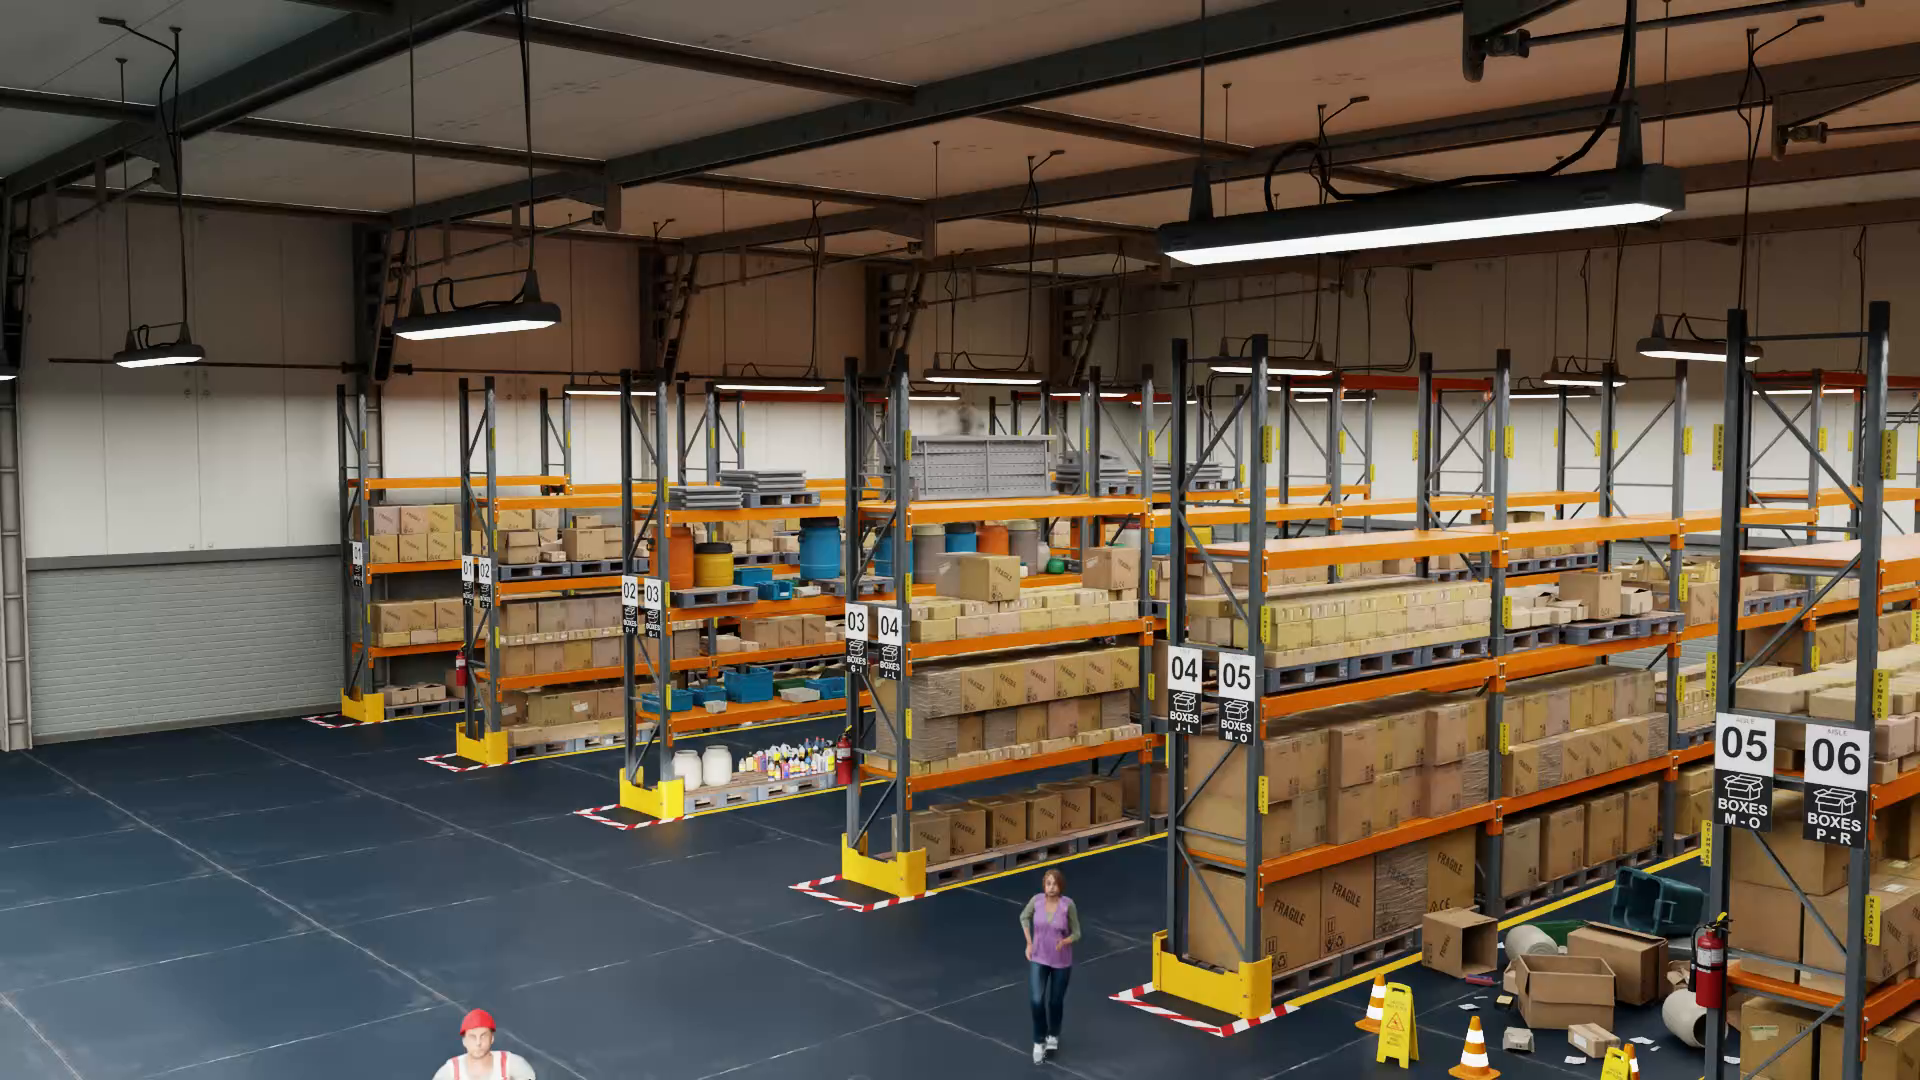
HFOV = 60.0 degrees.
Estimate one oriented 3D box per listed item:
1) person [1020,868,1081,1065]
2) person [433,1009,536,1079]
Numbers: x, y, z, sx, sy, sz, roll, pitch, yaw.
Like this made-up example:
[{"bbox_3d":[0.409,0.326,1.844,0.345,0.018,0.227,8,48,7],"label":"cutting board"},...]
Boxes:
[{"bbox_3d":[0.733,3.481,13.593,0.513,1.599,0.674,0,4,6],"label":"person"},{"bbox_3d":[-2.793,3.638,9.741,0.644,1.741,0.578,-1,4,-13],"label":"person"}]
